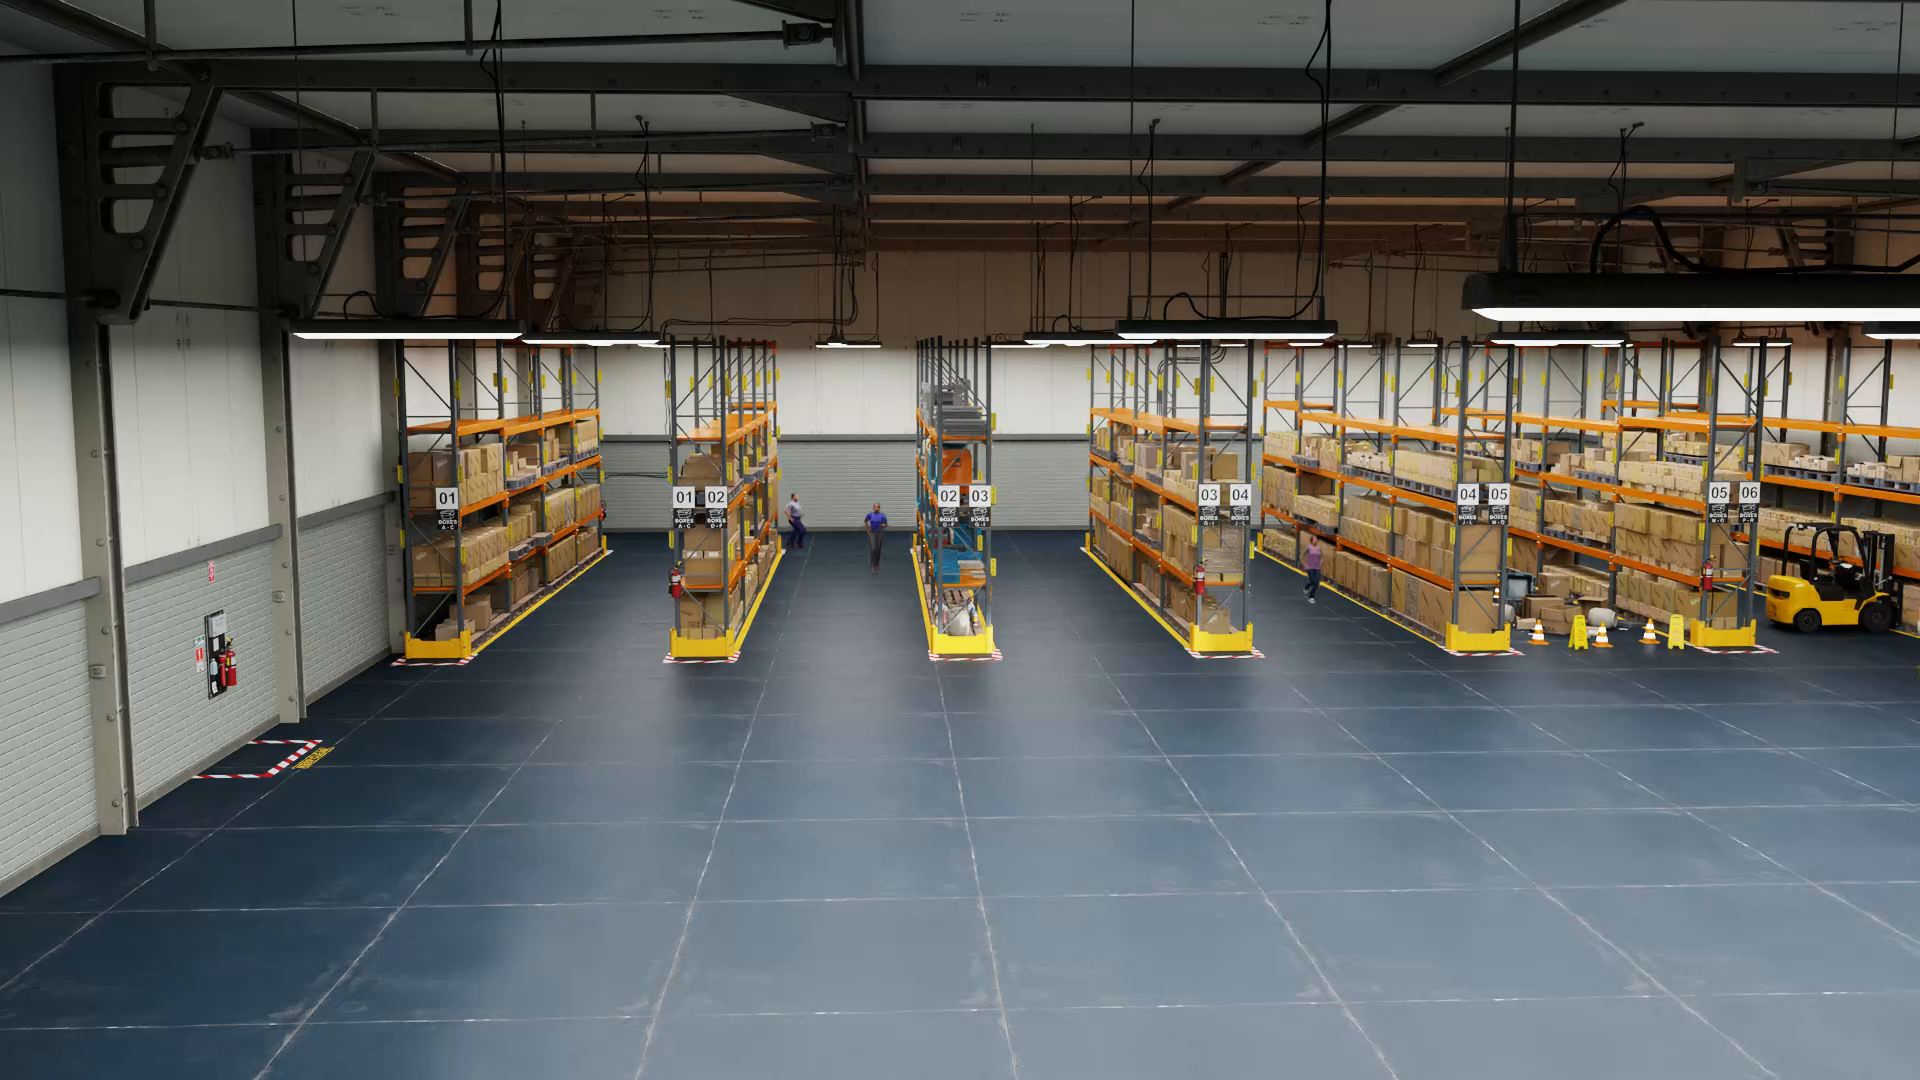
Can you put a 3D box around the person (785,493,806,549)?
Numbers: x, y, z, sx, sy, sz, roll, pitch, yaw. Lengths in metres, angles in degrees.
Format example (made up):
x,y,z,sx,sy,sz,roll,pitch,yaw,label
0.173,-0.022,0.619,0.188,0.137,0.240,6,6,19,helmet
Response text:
x,y,z,sx,sy,sz,roll,pitch,yaw,label
-4.769,-0.538,48.216,0.664,1.659,0.685,1,7,11,person

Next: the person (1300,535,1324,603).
x,y,z,sx,sy,sz,roll,pitch,yaw,label
8.036,0.663,37.811,0.531,1.557,0.539,-1,7,-10,person

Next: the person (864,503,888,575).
x,y,z,sx,sy,sz,roll,pitch,yaw,label
-2.073,-0.046,41.294,0.558,1.747,0.743,-1,7,-9,person
